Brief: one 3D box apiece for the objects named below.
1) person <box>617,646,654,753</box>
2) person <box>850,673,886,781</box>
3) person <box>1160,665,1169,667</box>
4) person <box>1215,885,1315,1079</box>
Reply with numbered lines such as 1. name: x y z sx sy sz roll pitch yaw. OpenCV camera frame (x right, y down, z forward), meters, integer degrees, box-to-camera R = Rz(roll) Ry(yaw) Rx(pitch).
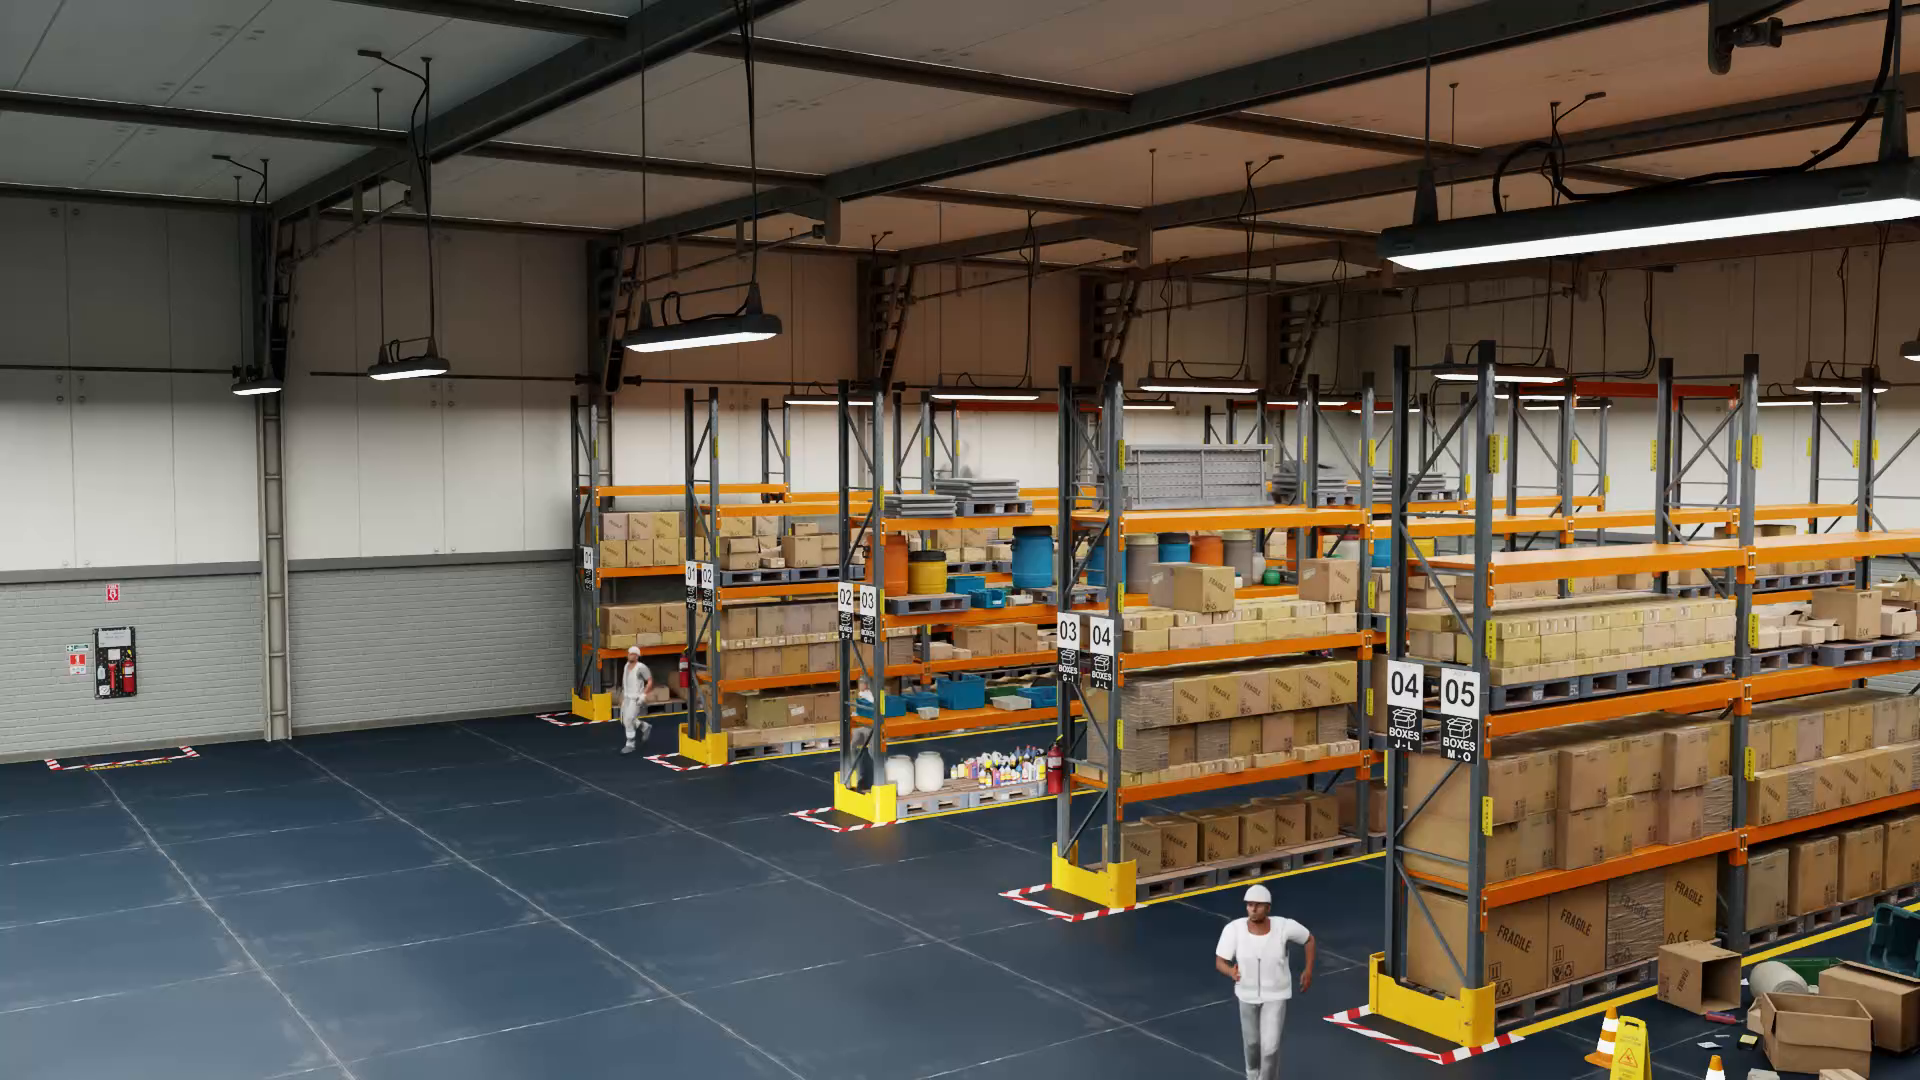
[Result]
1. person: -5.391 2.636 27.697 0.691 1.755 0.664 3 5 42
2. person: -1.382 2.836 24.775 0.758 1.724 0.595 -2 4 -34
3. person: 3.648 2.530 29.292 0.826 1.750 0.696 -3 4 -40
4. person: 2.327 3.518 12.736 0.710 1.798 0.889 1 4 21
